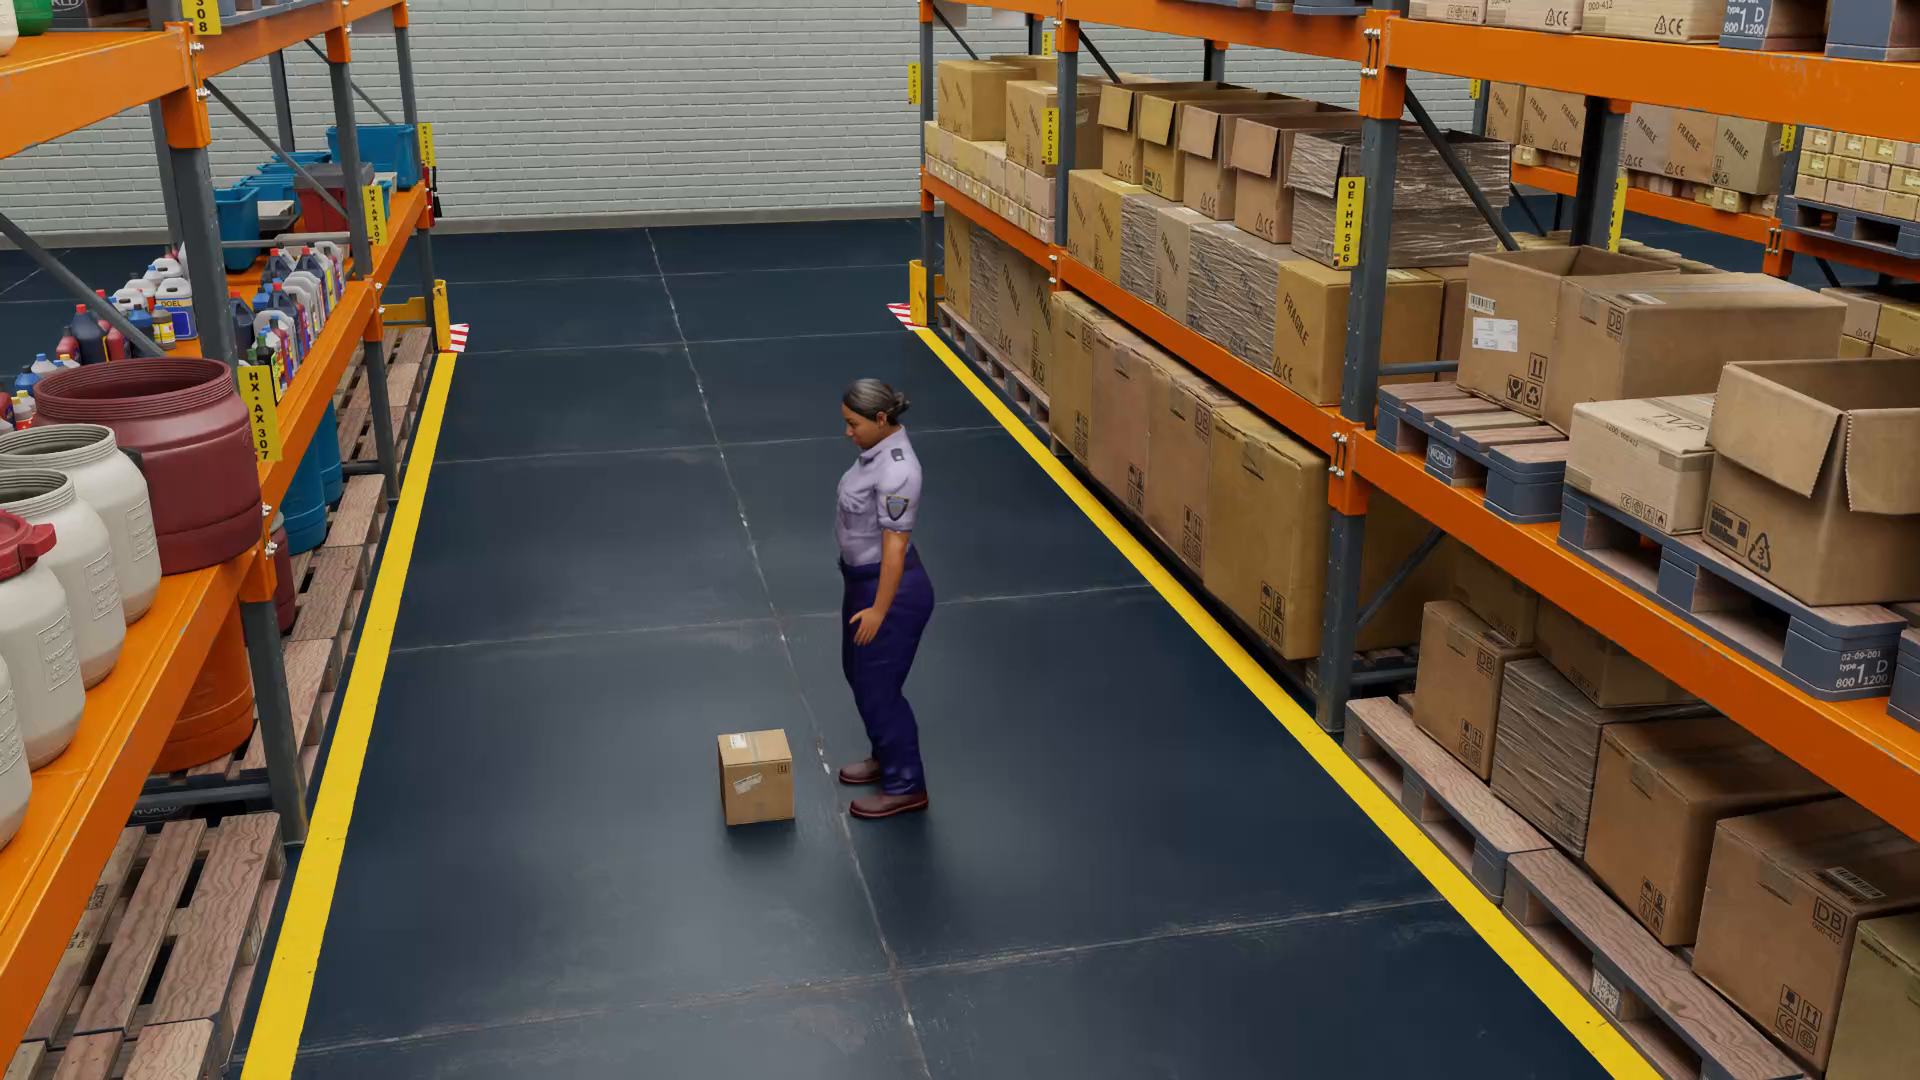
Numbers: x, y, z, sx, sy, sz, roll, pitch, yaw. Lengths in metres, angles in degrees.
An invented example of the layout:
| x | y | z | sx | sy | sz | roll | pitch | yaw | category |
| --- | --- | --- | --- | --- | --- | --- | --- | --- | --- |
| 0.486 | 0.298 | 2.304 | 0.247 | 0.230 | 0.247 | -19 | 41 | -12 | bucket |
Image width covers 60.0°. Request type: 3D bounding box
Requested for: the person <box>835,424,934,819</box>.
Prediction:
| x | y | z | sx | sy | sz | roll | pitch | yaw | category |
| --- | --- | --- | --- | --- | --- | --- | --- | --- | --- |
| -0.272 | 0.290 | 6.084 | 0.337 | 1.457 | 0.473 | -4 | 20 | -11 | person |
